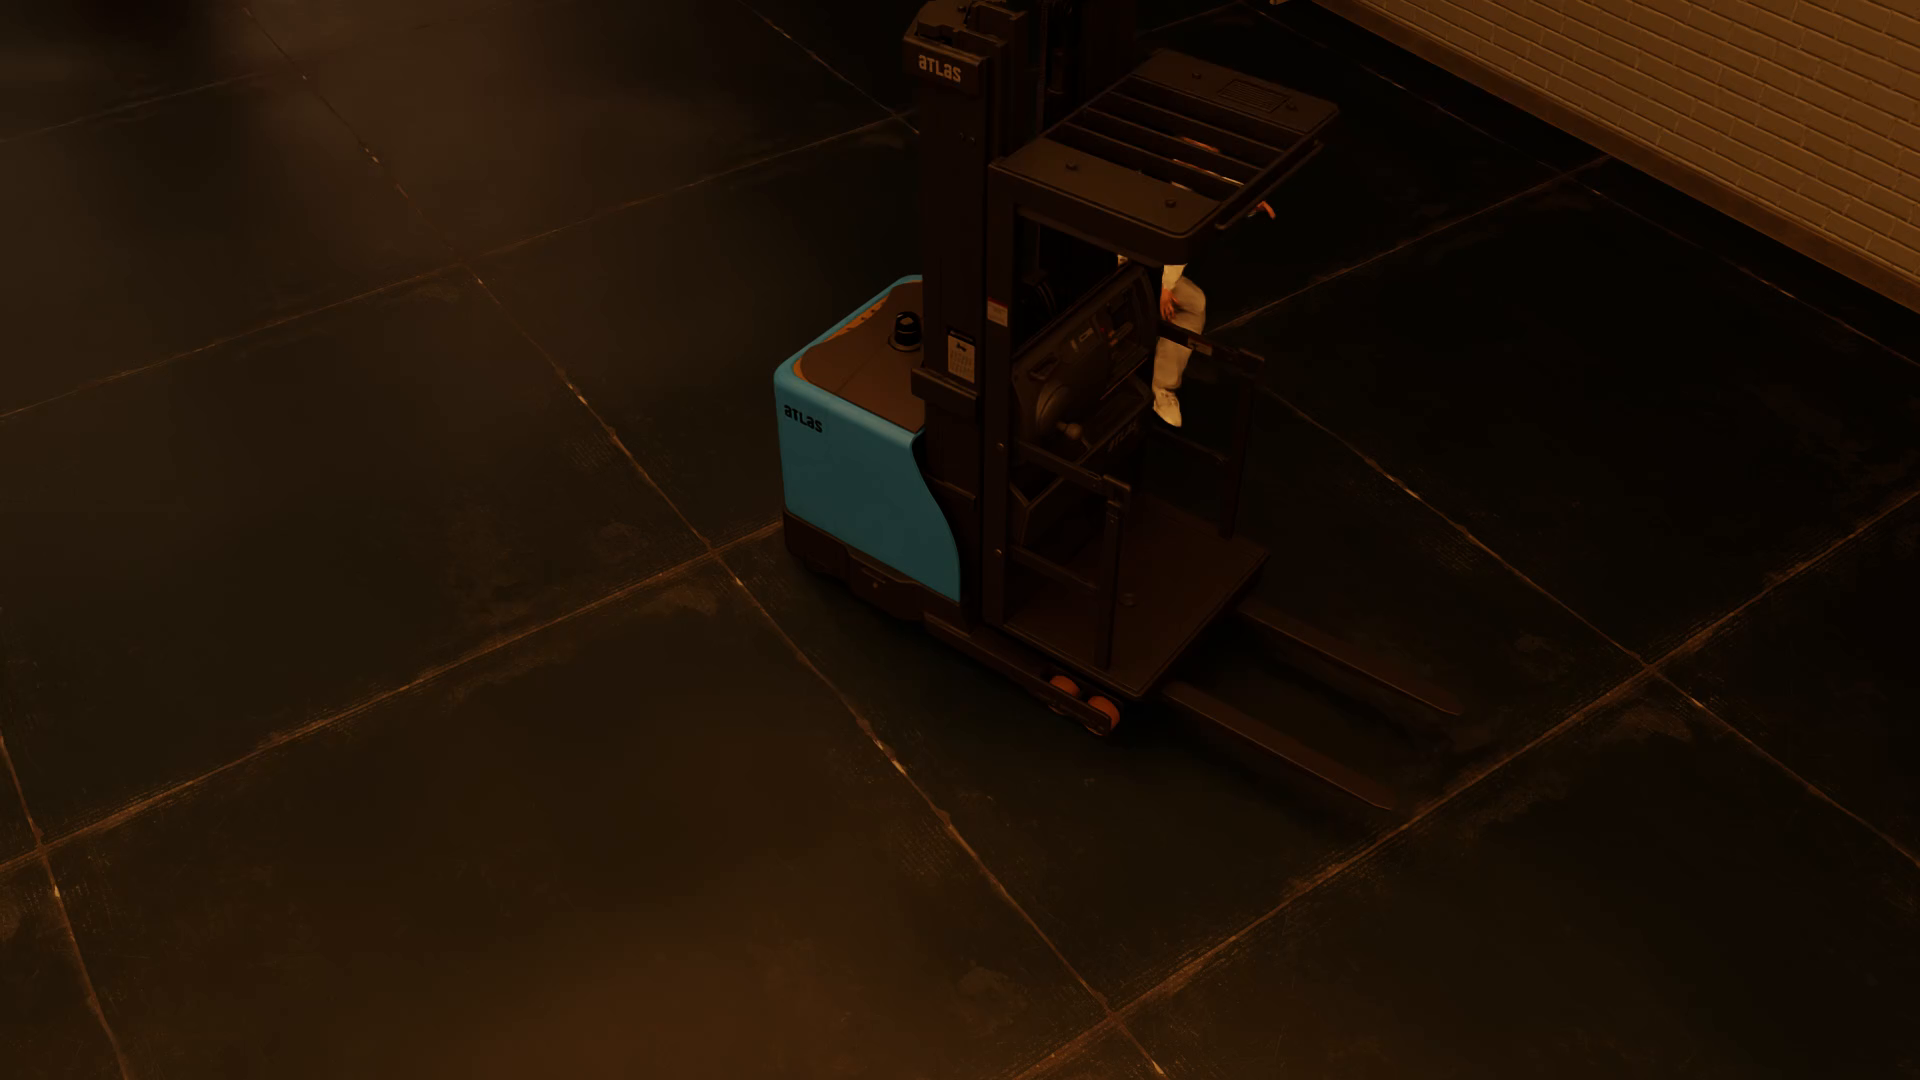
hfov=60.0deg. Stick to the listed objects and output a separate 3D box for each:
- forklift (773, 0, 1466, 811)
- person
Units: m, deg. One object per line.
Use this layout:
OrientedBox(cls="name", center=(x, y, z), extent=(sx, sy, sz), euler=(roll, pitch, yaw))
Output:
OrientedBox(cls="forklift", center=(0.665, -0.669, 6.441), extent=(3.031, 2.935, 1.130), euler=(27, 49, 26))
OrientedBox(cls="person", center=(1.055, -1.298, 8.166), extent=(0.908, 1.539, 1.033), euler=(6, 43, 6))
